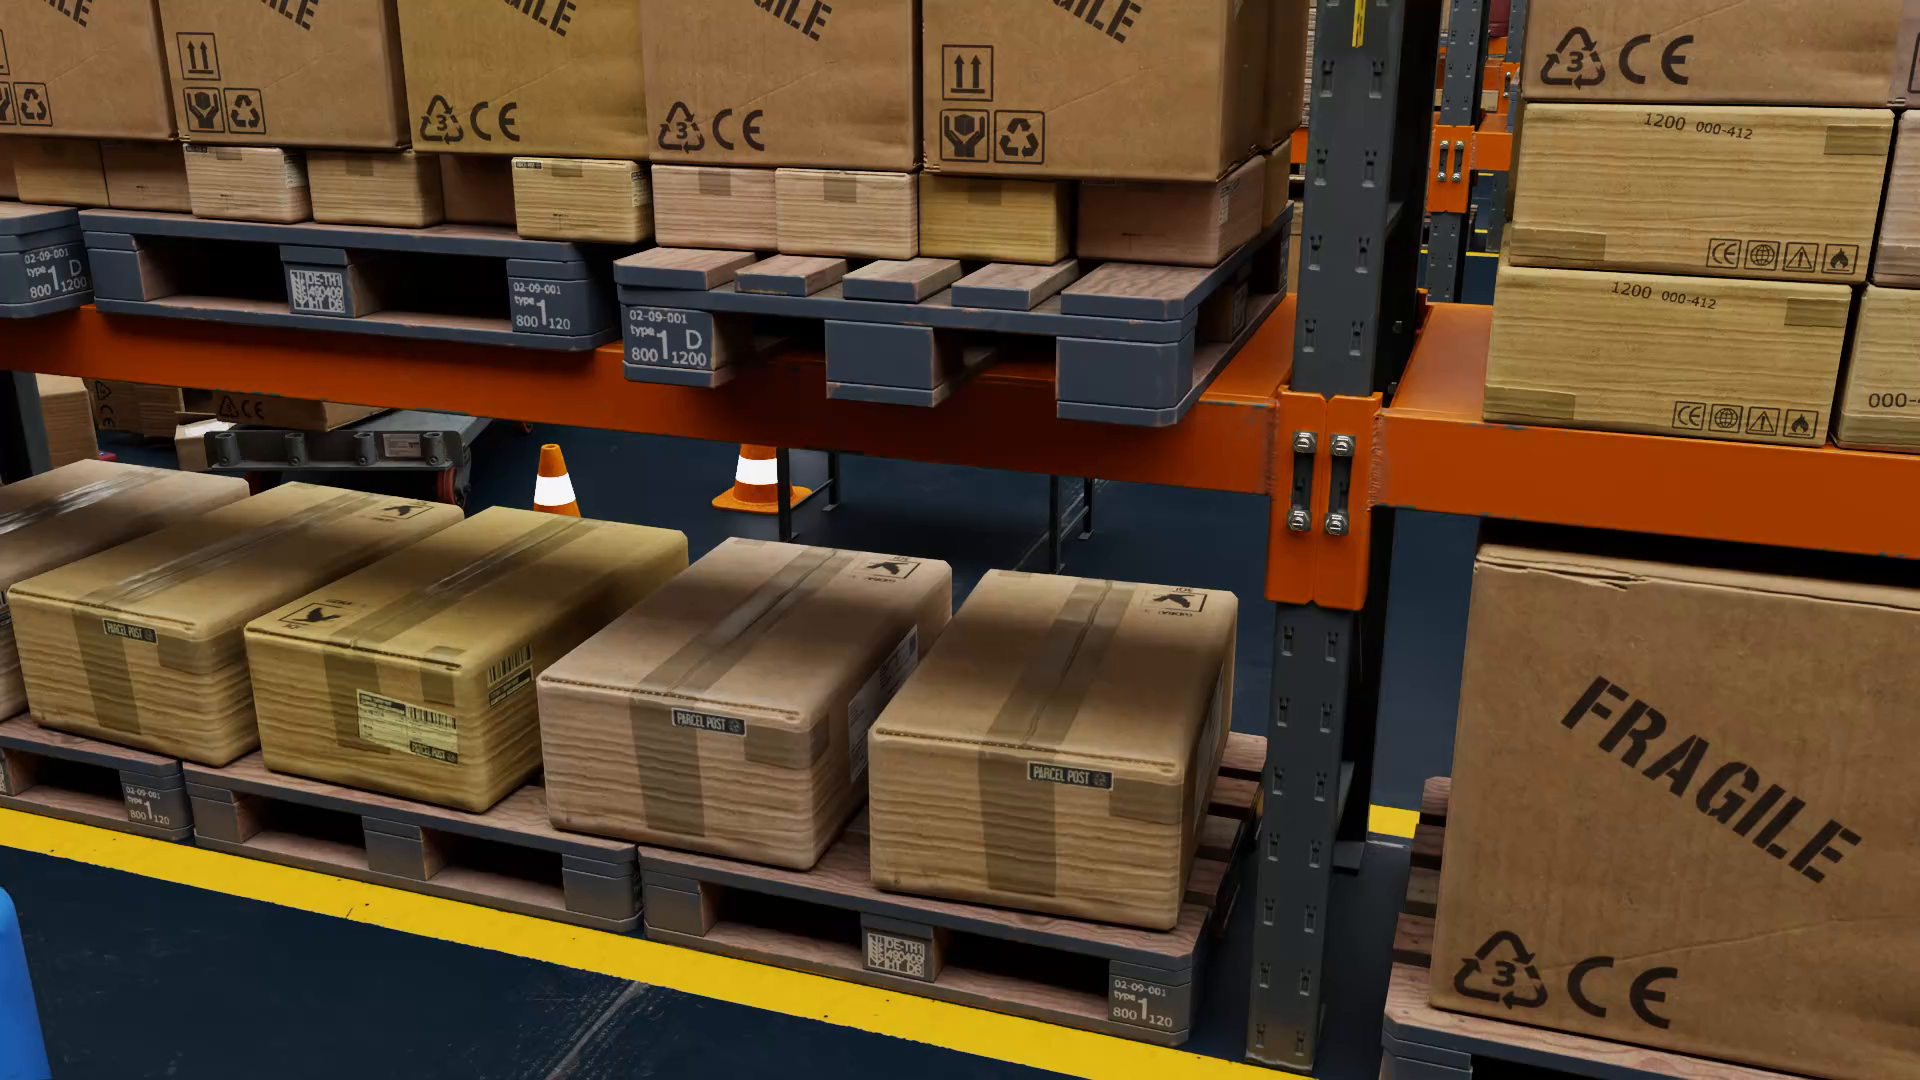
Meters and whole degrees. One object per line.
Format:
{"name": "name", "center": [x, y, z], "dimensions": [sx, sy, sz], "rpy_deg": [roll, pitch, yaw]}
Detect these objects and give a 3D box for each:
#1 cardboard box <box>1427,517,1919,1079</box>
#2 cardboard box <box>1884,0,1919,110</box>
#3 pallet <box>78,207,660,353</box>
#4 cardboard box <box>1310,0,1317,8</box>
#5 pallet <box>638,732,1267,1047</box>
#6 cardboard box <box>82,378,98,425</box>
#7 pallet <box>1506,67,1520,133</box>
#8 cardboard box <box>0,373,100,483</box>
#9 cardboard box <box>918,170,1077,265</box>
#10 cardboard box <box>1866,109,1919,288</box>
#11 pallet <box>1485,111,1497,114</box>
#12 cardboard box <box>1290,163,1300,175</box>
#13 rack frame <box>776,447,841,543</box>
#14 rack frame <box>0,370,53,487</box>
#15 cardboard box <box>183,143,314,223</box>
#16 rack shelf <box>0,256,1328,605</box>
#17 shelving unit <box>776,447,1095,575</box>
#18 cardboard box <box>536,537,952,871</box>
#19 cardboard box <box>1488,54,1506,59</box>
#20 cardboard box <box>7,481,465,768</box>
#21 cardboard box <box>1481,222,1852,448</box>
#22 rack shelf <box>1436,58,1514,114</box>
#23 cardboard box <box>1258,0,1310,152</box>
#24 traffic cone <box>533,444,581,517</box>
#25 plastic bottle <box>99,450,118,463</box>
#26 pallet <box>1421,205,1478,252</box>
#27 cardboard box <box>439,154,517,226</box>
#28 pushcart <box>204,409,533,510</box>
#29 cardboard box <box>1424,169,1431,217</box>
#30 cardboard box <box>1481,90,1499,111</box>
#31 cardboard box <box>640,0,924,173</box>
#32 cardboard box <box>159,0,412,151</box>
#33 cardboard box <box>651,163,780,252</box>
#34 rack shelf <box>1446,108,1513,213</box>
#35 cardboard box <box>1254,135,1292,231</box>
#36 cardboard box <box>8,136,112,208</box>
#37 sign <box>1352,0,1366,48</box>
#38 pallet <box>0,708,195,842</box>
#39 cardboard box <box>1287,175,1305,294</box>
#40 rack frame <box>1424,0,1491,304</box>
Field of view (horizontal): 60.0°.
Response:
{"name": "cardboard box", "center": [1.396, 0.345, 3.119], "dimensions": [0.875, 0.875, 0.875], "rpy_deg": [6, 20, 18]}
{"name": "cardboard box", "center": [1.628, -0.900, 2.430], "dimensions": [0.500, 0.500, 0.500], "rpy_deg": [7, 20, 18]}
{"name": "pallet", "center": [-1.113, -0.671, 3.735], "dimensions": [1.213, 0.211, 1.003], "rpy_deg": [7, 20, 18]}
{"name": "cardboard box", "center": [1.879, -2.681, 7.540], "dimensions": [0.500, 0.500, 0.700], "rpy_deg": [6, 20, 18]}
{"name": "pallet", "center": [0.033, 0.671, 3.829], "dimensions": [1.213, 0.211, 1.003], "rpy_deg": [7, 20, 18]}
{"name": "cardboard box", "center": [-4.296, -0.843, 7.731], "dimensions": [0.637, 0.503, 0.797], "rpy_deg": [-7, 20, -20]}
{"name": "pallet", "center": [3.008, -1.976, 7.479], "dimensions": [1.003, 0.211, 1.213], "rpy_deg": [7, 20, 18]}
{"name": "cardboard box", "center": [-3.573, -0.352, 6.323], "dimensions": [0.500, 0.500, 0.500], "rpy_deg": [-11, 22, -29]}
{"name": "cardboard box", "center": [0.107, -0.609, 3.009], "dimensions": [0.250, 0.149, 0.380], "rpy_deg": [7, 20, 19]}
{"name": "cardboard box", "center": [1.656, -0.538, 2.531], "dimensions": [0.500, 0.250, 0.500], "rpy_deg": [7, 20, 19]}
{"name": "pallet", "center": [6.512, -5.506, 21.550], "dimensions": [1.213, 0.211, 1.003], "rpy_deg": [7, 20, 18]}
{"name": "cardboard box", "center": [2.317, -2.850, 12.825], "dimensions": [0.500, 0.500, 0.700], "rpy_deg": [8, 21, 23]}
{"name": "rack frame", "center": [-0.561, -0.772, 6.013], "dimensions": [0.032, 1.500, 0.500], "rpy_deg": [7, 20, 18]}
{"name": "rack frame", "center": [-3.008, -0.992, 4.366], "dimensions": [0.127, 3.000, 1.000], "rpy_deg": [7, 20, 18]}
{"name": "cardboard box", "center": [-1.367, -0.765, 3.457], "dimensions": [0.250, 0.149, 0.380], "rpy_deg": [7, 21, 20]}
{"name": "rack shelf", "center": [-1.119, -0.437, 3.865], "dimensions": [4.000, 0.370, 1.077], "rpy_deg": [7, 20, 18]}
{"name": "shelving unit", "center": [-0.081, -0.717, 5.856], "dimensions": [1.048, 1.500, 0.538], "rpy_deg": [7, 20, 18]}
{"name": "cardboard box", "center": [-0.459, 0.341, 3.896], "dimensions": [0.625, 0.372, 0.950], "rpy_deg": [6, 20, 17]}
{"name": "cardboard box", "center": [8.202, -7.351, 25.737], "dimensions": [0.500, 0.500, 0.700], "rpy_deg": [7, 20, 19]}
{"name": "cardboard box", "center": [-1.831, 0.183, 4.350], "dimensions": [0.625, 0.372, 0.950], "rpy_deg": [8, 21, 21]}
{"name": "cardboard box", "center": [1.150, -0.358, 2.775], "dimensions": [0.500, 0.250, 0.500], "rpy_deg": [6, 20, 17]}
{"name": "rack shelf", "center": [2.134, -3.518, 12.704], "dimensions": [4.000, 0.370, 1.077], "rpy_deg": [7, 20, 18]}
{"name": "cardboard box", "center": [0.422, -1.067, 3.338], "dimensions": [0.500, 0.500, 0.500], "rpy_deg": [6, 20, 17]}
{"name": "traffic cone", "center": [-1.377, -0.096, 5.648], "dimensions": [0.334, 0.463, 0.336], "rpy_deg": [7, 20, 18]}
{"name": "plastic bottle", "center": [-3.611, -0.327, 6.923], "dimensions": [0.283, 0.061, 0.133], "rpy_deg": [10, 22, 27]}
{"name": "pallet", "center": [3.285, -2.410, 12.669], "dimensions": [1.213, 0.211, 1.003], "rpy_deg": [7, 20, 18]}
{"name": "cardboard box", "center": [-0.842, -0.743, 3.396], "dimensions": [0.250, 0.149, 0.380], "rpy_deg": [7, 20, 18]}
{"name": "pushcart", "center": [-2.307, -0.469, 6.847], "dimensions": [0.936, 0.377, 1.648], "rpy_deg": [0, 19, -1]}
{"name": "cardboard box", "center": [3.383, -2.735, 12.495], "dimensions": [0.500, 0.500, 0.700], "rpy_deg": [5, 20, 15]}
{"name": "cardboard box", "center": [6.700, -5.602, 21.130], "dimensions": [0.500, 0.250, 0.500], "rpy_deg": [7, 20, 19]}
{"name": "cardboard box", "center": [-0.242, -0.961, 3.036], "dimensions": [0.500, 0.500, 0.500], "rpy_deg": [6, 20, 17]}
{"name": "cardboard box", "center": [-1.234, -1.075, 3.361], "dimensions": [0.500, 0.500, 0.500], "rpy_deg": [6, 20, 16]}
{"name": "cardboard box", "center": [-0.381, -0.652, 3.132], "dimensions": [0.250, 0.149, 0.380], "rpy_deg": [6, 20, 15]}
{"name": "rack shelf", "center": [4.189, -1.555, 7.072], "dimensions": [4.000, 0.370, 1.077], "rpy_deg": [7, 20, 18]}
{"name": "cardboard box", "center": [0.525, -0.733, 3.366], "dimensions": [0.250, 0.149, 0.380], "rpy_deg": [5, 20, 15]}
{"name": "cardboard box", "center": [-1.834, -0.837, 3.663], "dimensions": [0.250, 0.149, 0.380], "rpy_deg": [7, 20, 19]}
{"name": "sign", "center": [0.601, -0.900, 2.462], "dimensions": [0.005, 0.325, 0.100], "rpy_deg": [7, 20, 18]}
{"name": "pallet", "center": [-2.272, 0.408, 4.585], "dimensions": [1.213, 0.211, 1.003], "rpy_deg": [7, 20, 18]}
{"name": "cardboard box", "center": [1.754, -1.340, 8.144], "dimensions": [0.750, 0.750, 1.050], "rpy_deg": [6, 20, 17]}
{"name": "rack frame", "center": [2.300, -2.110, 7.573], "dimensions": [0.127, 3.000, 1.000], "rpy_deg": [7, 20, 18]}
